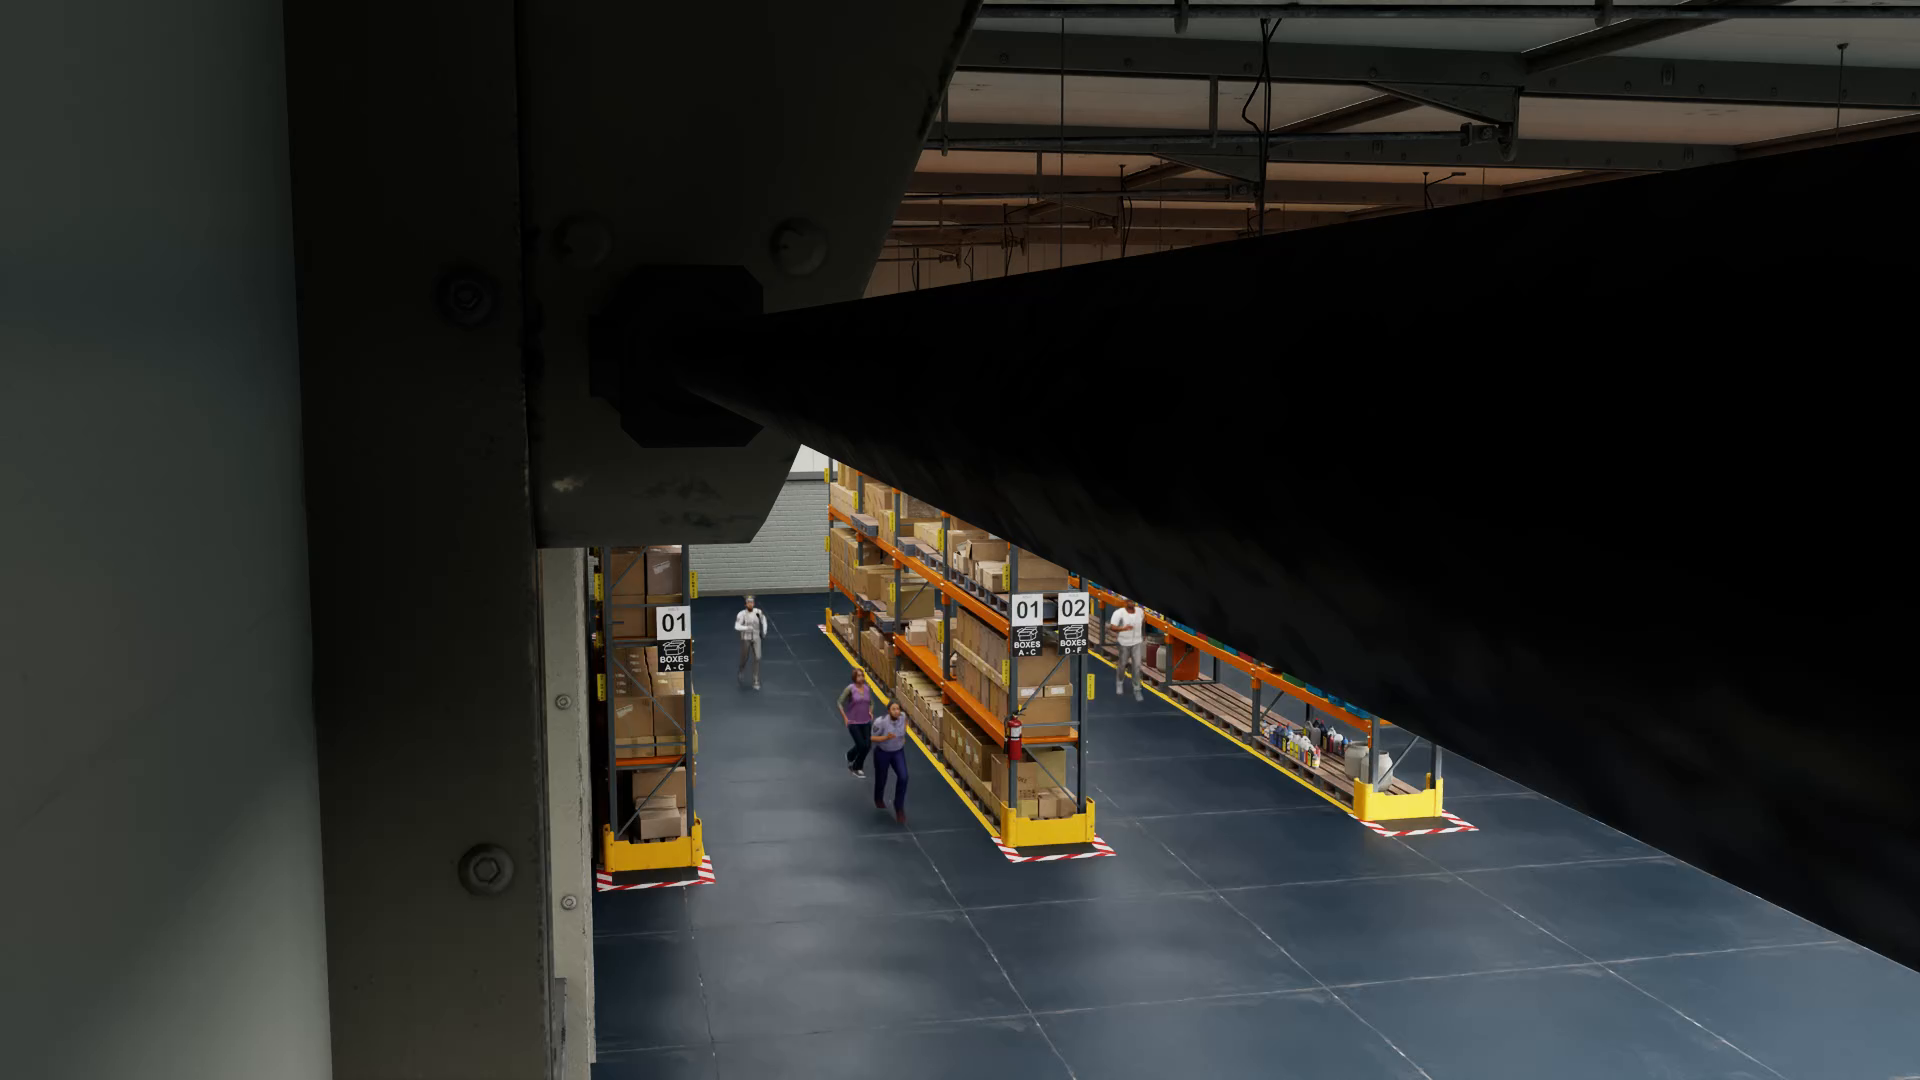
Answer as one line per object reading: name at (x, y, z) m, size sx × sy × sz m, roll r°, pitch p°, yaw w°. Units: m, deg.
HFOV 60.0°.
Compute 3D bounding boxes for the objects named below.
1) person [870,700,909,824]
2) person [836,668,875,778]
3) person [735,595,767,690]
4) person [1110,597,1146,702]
person at (-0.954, 2.901, 22.167) m, size 0.596 × 1.649 × 0.906 m, roll -2°, pitch 7°, yaw -18°
person at (-1.403, 2.544, 23.114) m, size 0.541 × 1.541 × 0.490 m, roll -4°, pitch 8°, yaw -31°
person at (-3.862, 1.856, 30.696) m, size 0.621 × 1.746 × 0.880 m, roll -2°, pitch 7°, yaw -17°
person at (2.891, 1.800, 28.448) m, size 0.730 × 1.840 × 0.784 m, roll -2°, pitch 7°, yaw -15°
